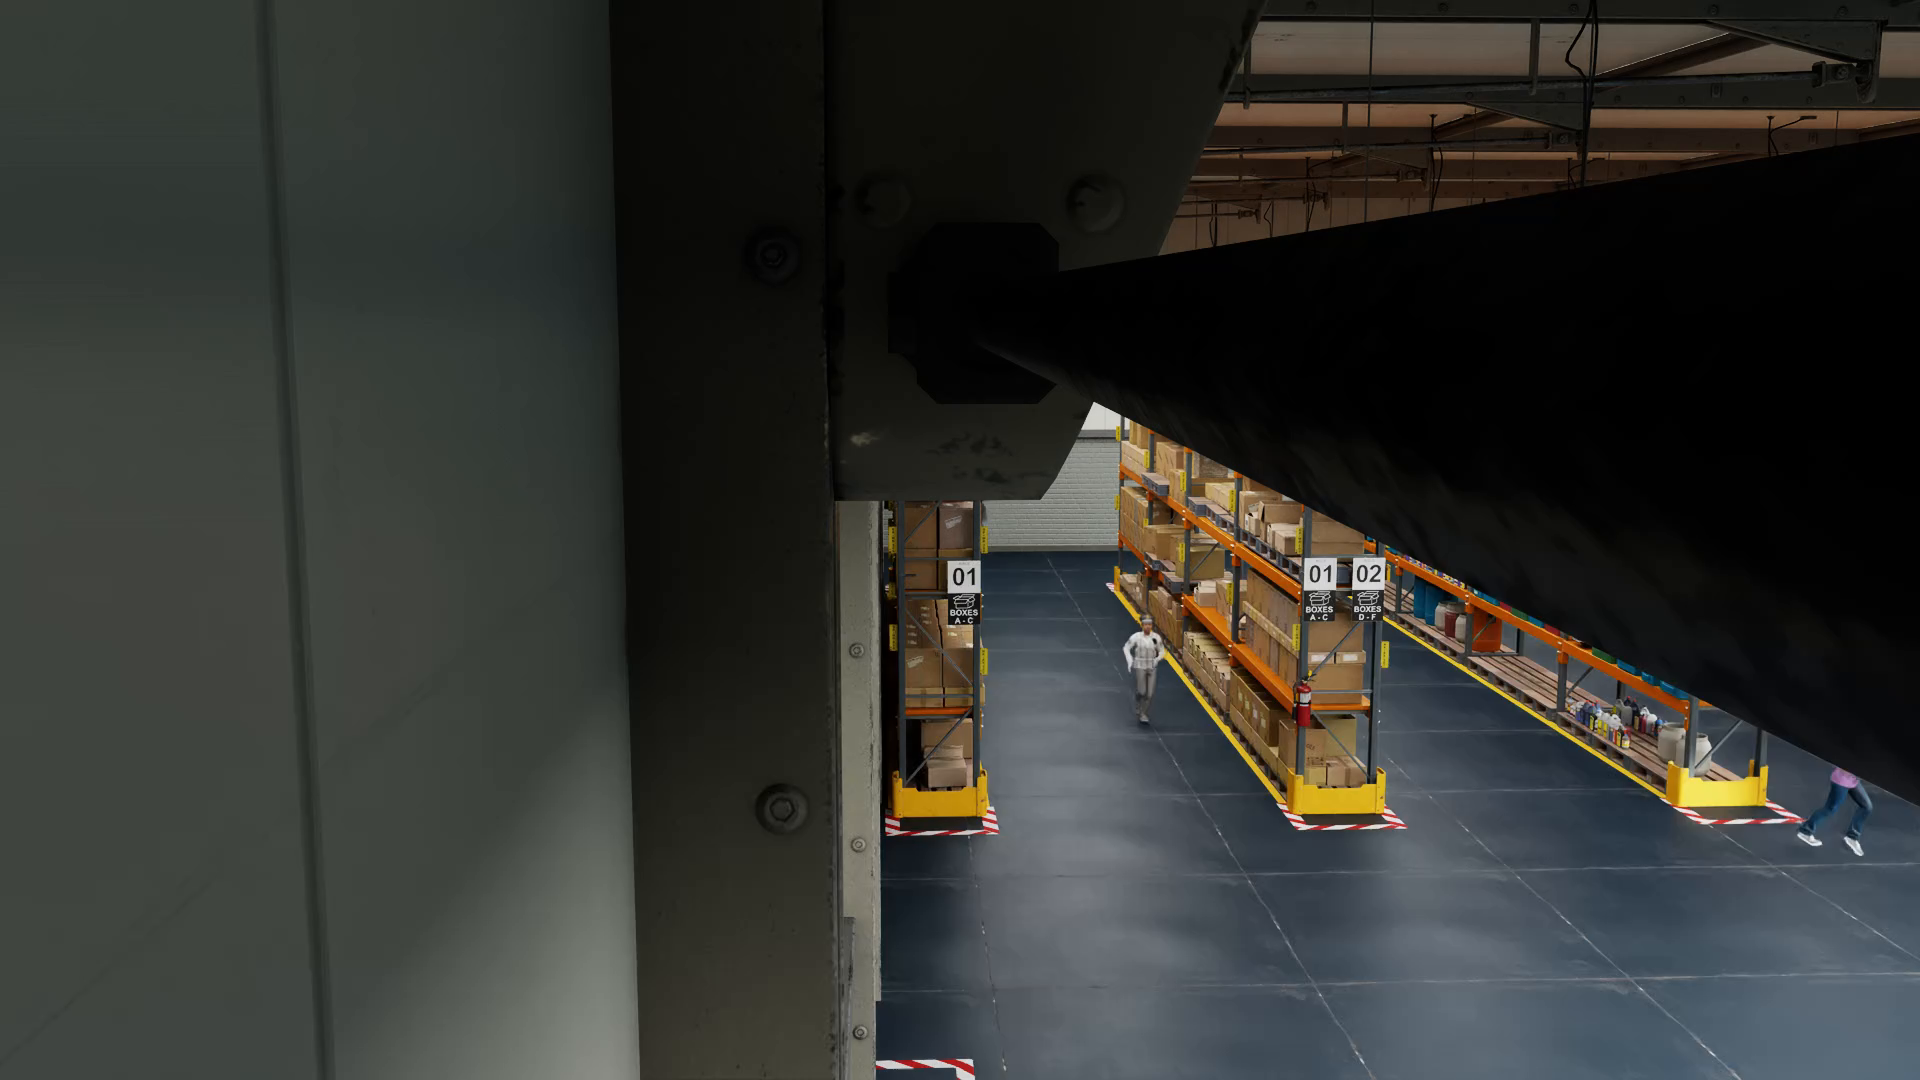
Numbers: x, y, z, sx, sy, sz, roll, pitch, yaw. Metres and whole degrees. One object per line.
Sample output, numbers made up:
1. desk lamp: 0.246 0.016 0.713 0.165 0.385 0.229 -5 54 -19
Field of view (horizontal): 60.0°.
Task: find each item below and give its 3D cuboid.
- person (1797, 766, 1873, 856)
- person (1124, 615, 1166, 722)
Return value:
1. person: 10.141 2.810 19.091 0.827 1.620 0.547 7 11 39
2. person: 2.792 1.937 24.929 0.612 1.645 0.550 -1 8 -5
